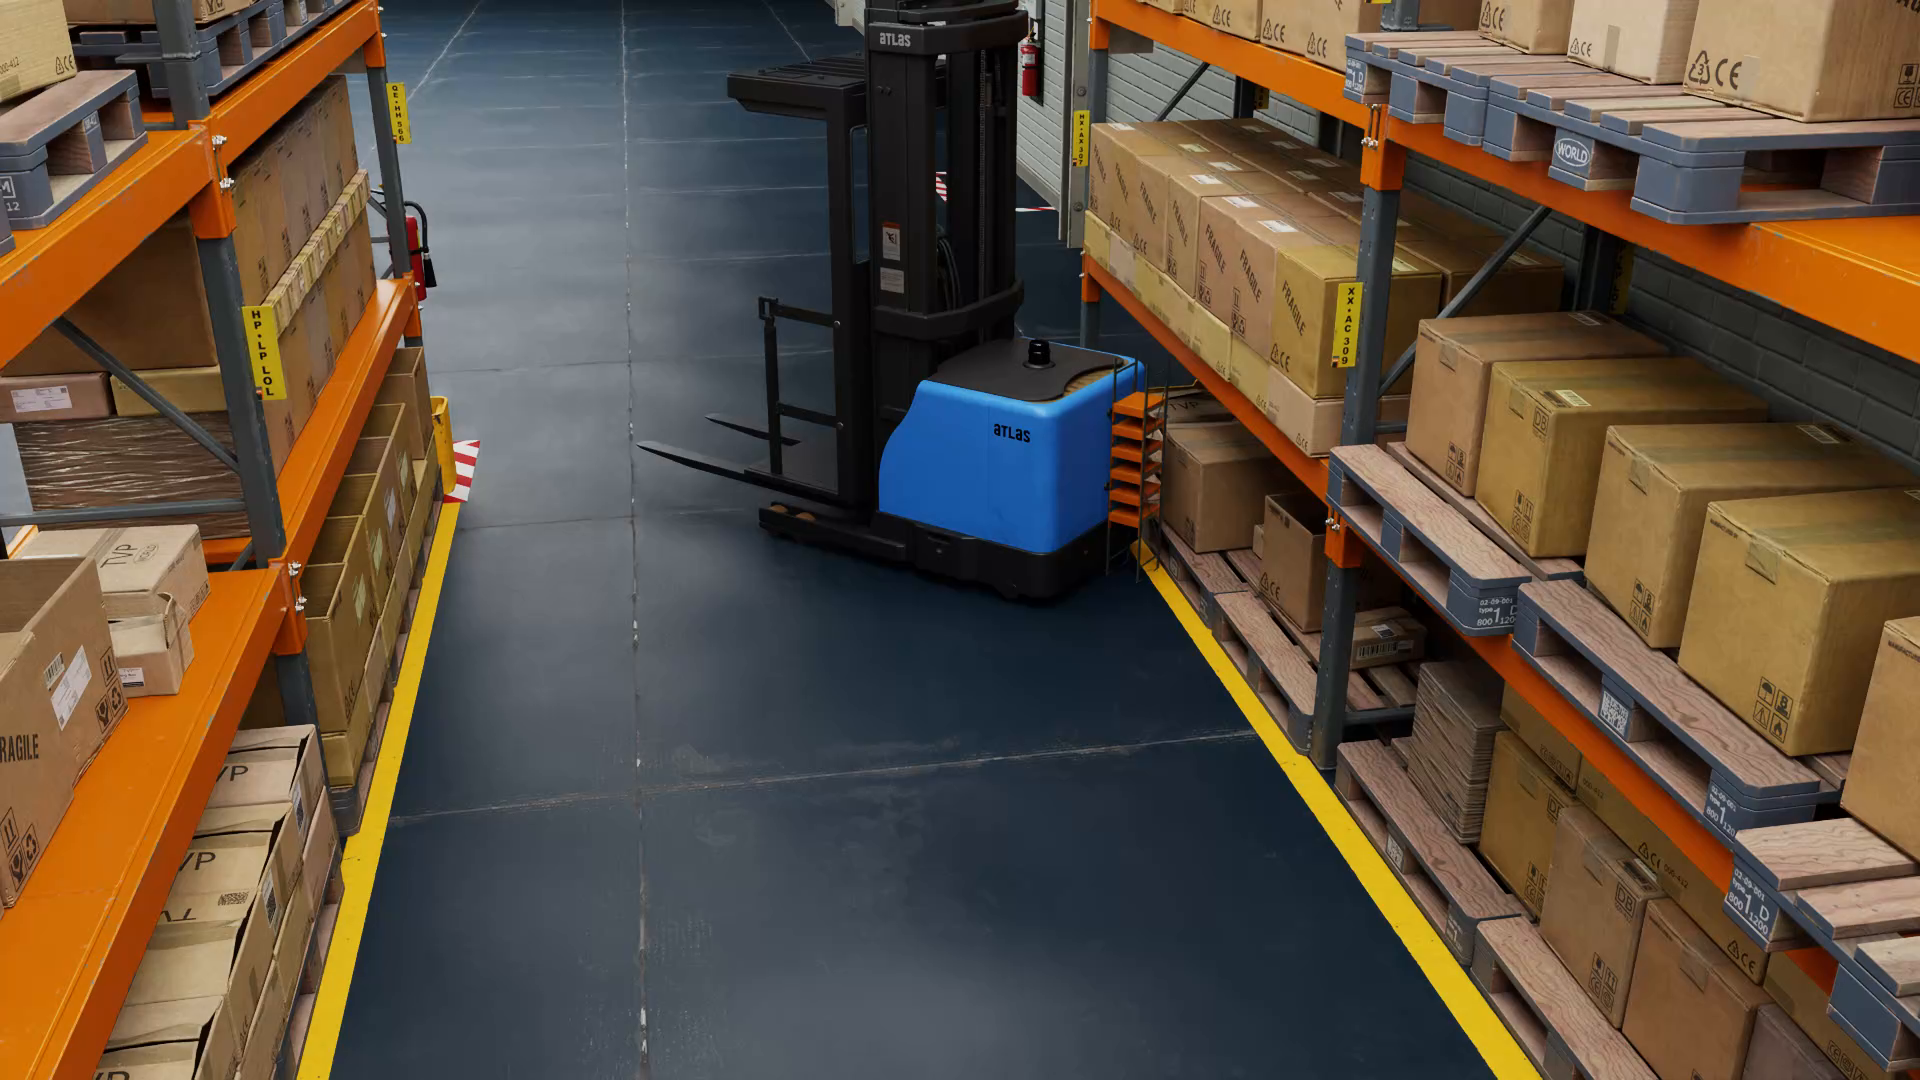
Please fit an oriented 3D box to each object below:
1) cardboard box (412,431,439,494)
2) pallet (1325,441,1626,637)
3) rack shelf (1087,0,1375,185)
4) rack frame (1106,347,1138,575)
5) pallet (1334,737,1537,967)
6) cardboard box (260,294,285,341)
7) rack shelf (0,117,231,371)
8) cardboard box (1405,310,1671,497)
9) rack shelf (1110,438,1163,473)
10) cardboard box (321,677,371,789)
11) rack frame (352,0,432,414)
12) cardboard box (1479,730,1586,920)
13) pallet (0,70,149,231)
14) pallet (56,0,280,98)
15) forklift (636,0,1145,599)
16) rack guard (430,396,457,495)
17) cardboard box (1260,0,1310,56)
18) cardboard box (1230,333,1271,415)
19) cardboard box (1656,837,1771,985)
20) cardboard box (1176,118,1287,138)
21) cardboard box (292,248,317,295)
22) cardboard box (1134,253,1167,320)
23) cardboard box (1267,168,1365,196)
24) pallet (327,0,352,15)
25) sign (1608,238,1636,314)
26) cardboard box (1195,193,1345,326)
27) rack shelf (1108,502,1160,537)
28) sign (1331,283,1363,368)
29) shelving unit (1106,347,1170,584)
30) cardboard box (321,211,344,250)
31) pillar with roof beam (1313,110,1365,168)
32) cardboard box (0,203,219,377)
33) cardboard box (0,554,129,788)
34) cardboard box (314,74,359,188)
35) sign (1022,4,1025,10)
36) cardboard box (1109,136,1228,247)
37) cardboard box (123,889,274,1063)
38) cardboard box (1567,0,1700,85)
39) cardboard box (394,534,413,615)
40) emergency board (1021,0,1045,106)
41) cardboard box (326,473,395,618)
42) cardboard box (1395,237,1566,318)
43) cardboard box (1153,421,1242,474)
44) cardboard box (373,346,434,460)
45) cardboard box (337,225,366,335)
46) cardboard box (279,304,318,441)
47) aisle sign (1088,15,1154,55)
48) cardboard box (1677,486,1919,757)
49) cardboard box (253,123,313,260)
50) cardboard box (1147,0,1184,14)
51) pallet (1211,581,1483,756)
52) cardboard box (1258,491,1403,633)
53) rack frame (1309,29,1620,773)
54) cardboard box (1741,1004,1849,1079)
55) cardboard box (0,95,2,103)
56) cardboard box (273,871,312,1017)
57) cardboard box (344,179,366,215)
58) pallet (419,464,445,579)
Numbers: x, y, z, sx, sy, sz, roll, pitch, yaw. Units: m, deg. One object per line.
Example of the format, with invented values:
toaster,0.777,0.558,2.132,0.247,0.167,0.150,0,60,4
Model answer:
cardboard box,-3.222,-0.405,9.340,0.500,0.250,0.500,-4,24,-10
pallet,1.994,-0.057,5.872,1.003,0.211,1.213,-4,24,-10
rack shelf,1.626,-2.288,7.891,1.077,0.370,4.000,-4,24,-10
rack frame,0.844,-0.402,8.670,0.006,1.200,0.240,15,28,31
pallet,2.141,1.128,6.404,1.003,0.211,1.213,-4,24,-10
cardboard box,-2.877,-0.854,6.523,0.380,0.149,0.250,-5,24,-10
rack shelf,-2.502,-0.346,3.446,1.077,0.370,4.000,-4,24,-10
cardboard box,2.056,-0.501,5.974,0.700,0.500,0.500,-4,24,-10
rack shelf,0.920,-0.450,8.593,0.180,0.103,0.258,15,28,31
cardboard box,-2.660,0.775,6.639,0.500,0.250,0.500,-4,24,-10
rack frame,-3.612,-1.661,9.306,1.000,3.000,0.127,-4,24,-10
cardboard box,2.293,0.976,5.842,0.700,0.500,0.500,-5,24,-11
pallet,-2.696,-1.029,4.350,0.805,0.209,1.217,-5,24,-12
pallet,-3.055,-1.756,5.885,1.003,0.211,1.213,-4,24,-10
forklift,-0.515,-1.484,8.986,3.031,2.935,1.130,15,28,31
rack guard,-3.616,-0.525,9.828,1.175,0.500,0.348,-4,24,-10
cardboard box,1.578,-2.266,6.793,0.500,0.500,0.500,-6,24,-14
cardboard box,1.526,-0.757,7.398,0.500,0.250,0.500,-4,24,-10
cardboard box,2.407,1.007,4.832,0.500,0.250,0.500,-4,24,-10
cardboard box,1.552,-2.144,9.636,0.500,0.500,0.500,-5,24,-10
cardboard box,-3.021,-1.160,7.223,0.380,0.149,0.250,-4,24,-10
cardboard box,1.232,-1.350,8.757,0.500,0.250,0.500,-5,24,-11
cardboard box,1.828,-1.544,8.263,0.500,0.500,0.500,-4,24,-9
pallet,-3.506,-2.715,8.082,1.003,0.211,1.213,-4,24,-10
sign,2.540,-1.029,6.412,0.100,0.325,0.005,-4,24,-10
cardboard box,1.424,-1.298,7.700,0.500,0.500,0.500,-5,24,-11
rack shelf,0.920,-0.120,8.737,0.180,0.103,0.258,15,28,31
sign,1.464,-0.810,6.274,0.100,0.325,0.005,-4,24,-10
shelving unit,0.920,-0.381,8.623,0.189,1.200,0.258,15,28,31
cardboard box,-3.163,-1.462,7.915,0.380,0.149,0.250,-4,24,-8
pillar with roof beam,-1.995,-4.249,7.735,9.100,9.000,0.400,-4,24,-10
cardboard box,-2.960,-0.902,5.823,0.700,0.500,0.500,-4,24,-9
cardboard box,-2.649,0.377,4.515,0.500,0.500,0.500,-3,24,-6
cardboard box,-3.528,-2.096,8.556,0.700,0.500,0.500,-4,24,-10
sign,0.698,-5.635,17.698,0.001,0.109,0.331,-4,24,-10
cardboard box,1.130,-1.908,9.097,0.500,0.500,0.500,-4,24,-10
cardboard box,-2.323,1.261,4.824,0.500,0.311,0.500,-4,24,-10
cardboard box,2.132,-1.519,4.819,0.500,0.311,0.500,-4,24,-8
cardboard box,-2.933,0.184,7.991,0.500,0.250,0.500,-4,24,-10
emergency board,0.706,-5.153,17.301,0.194,1.169,0.643,-4,24,-10
cardboard box,-2.835,0.037,7.391,0.500,0.500,0.500,-4,24,-10
cardboard box,2.114,-0.941,6.881,0.500,0.500,0.500,-5,24,-11
cardboard box,1.401,-0.496,9.447,0.500,0.311,0.500,-2,24,-5
cardboard box,-3.220,-0.749,9.190,0.500,0.500,0.500,-4,24,-10
cardboard box,-3.436,-1.316,8.391,0.700,0.500,0.500,-4,24,-8
cardboard box,-3.153,-0.713,7.009,0.700,0.500,0.500,-4,24,-9
aisle sign,0.948,-3.227,9.643,0.394,0.787,0.004,-4,24,-10
cardboard box,2.386,0.197,4.376,0.700,0.500,0.500,-4,24,-10
cardboard box,-3.239,-1.495,7.179,0.700,0.500,0.500,-4,24,-10
cardboard box,1.236,-2.891,8.224,0.500,0.500,0.500,-3,24,-7
pallet,1.837,0.560,7.704,1.003,0.211,1.213,-4,24,-10
cardboard box,1.764,0.082,7.887,0.500,0.500,0.500,-6,24,-14
rack frame,1.996,-0.456,6.547,1.000,3.000,0.127,-4,24,-10
cardboard box,2.570,1.571,4.480,0.700,0.500,0.500,-4,24,-10
cardboard box,-2.663,-1.127,3.999,0.500,0.250,0.500,-7,24,-15
cardboard box,-2.419,1.320,5.390,0.500,0.250,0.500,-5,24,-11
cardboard box,-3.304,-1.765,8.609,0.380,0.149,0.250,-4,24,-8
pallet,-3.429,-0.086,9.183,1.003,0.211,1.213,-4,24,-10
